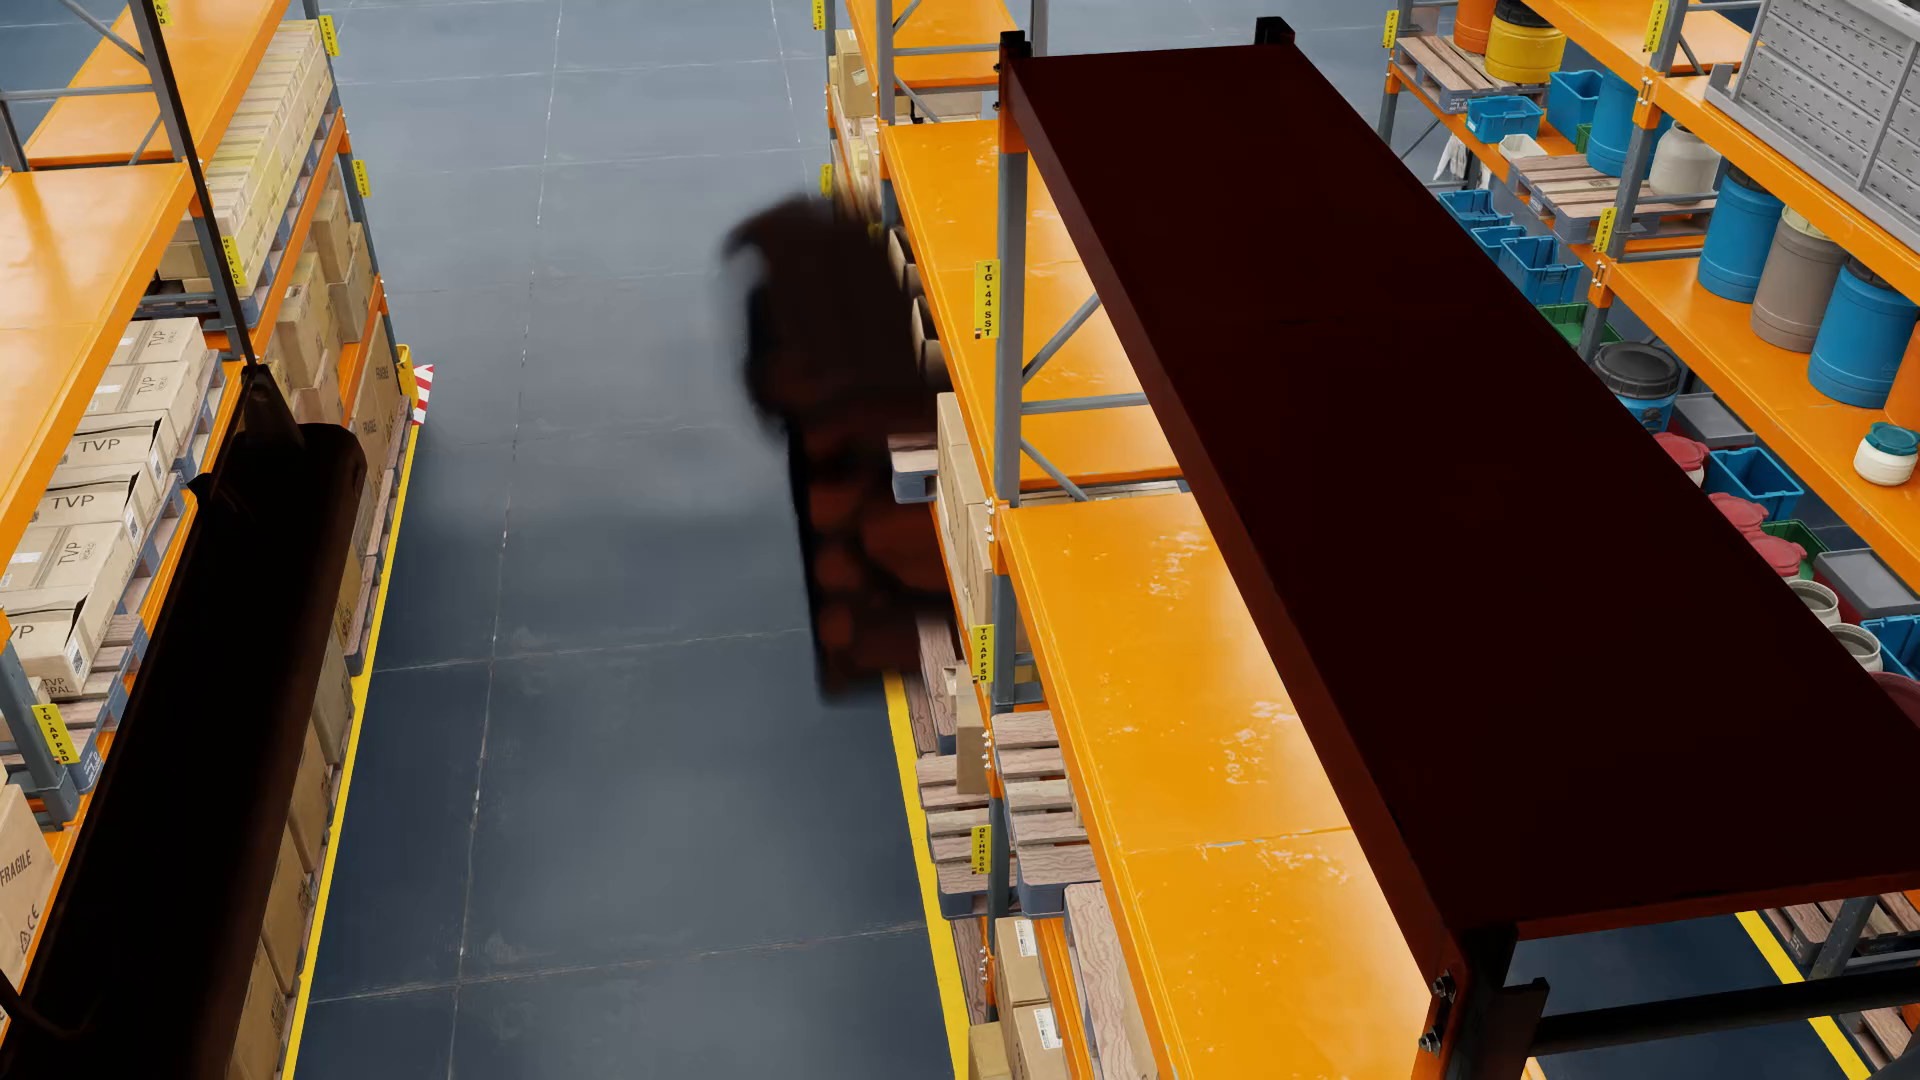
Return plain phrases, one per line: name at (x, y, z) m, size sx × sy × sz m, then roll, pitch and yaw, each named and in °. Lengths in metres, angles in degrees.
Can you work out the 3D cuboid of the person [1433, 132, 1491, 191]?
person at (5.207, -3.776, 17.201) m, size 0.863 × 1.633 × 0.552 m, roll -13°, pitch 38°, yaw -17°
